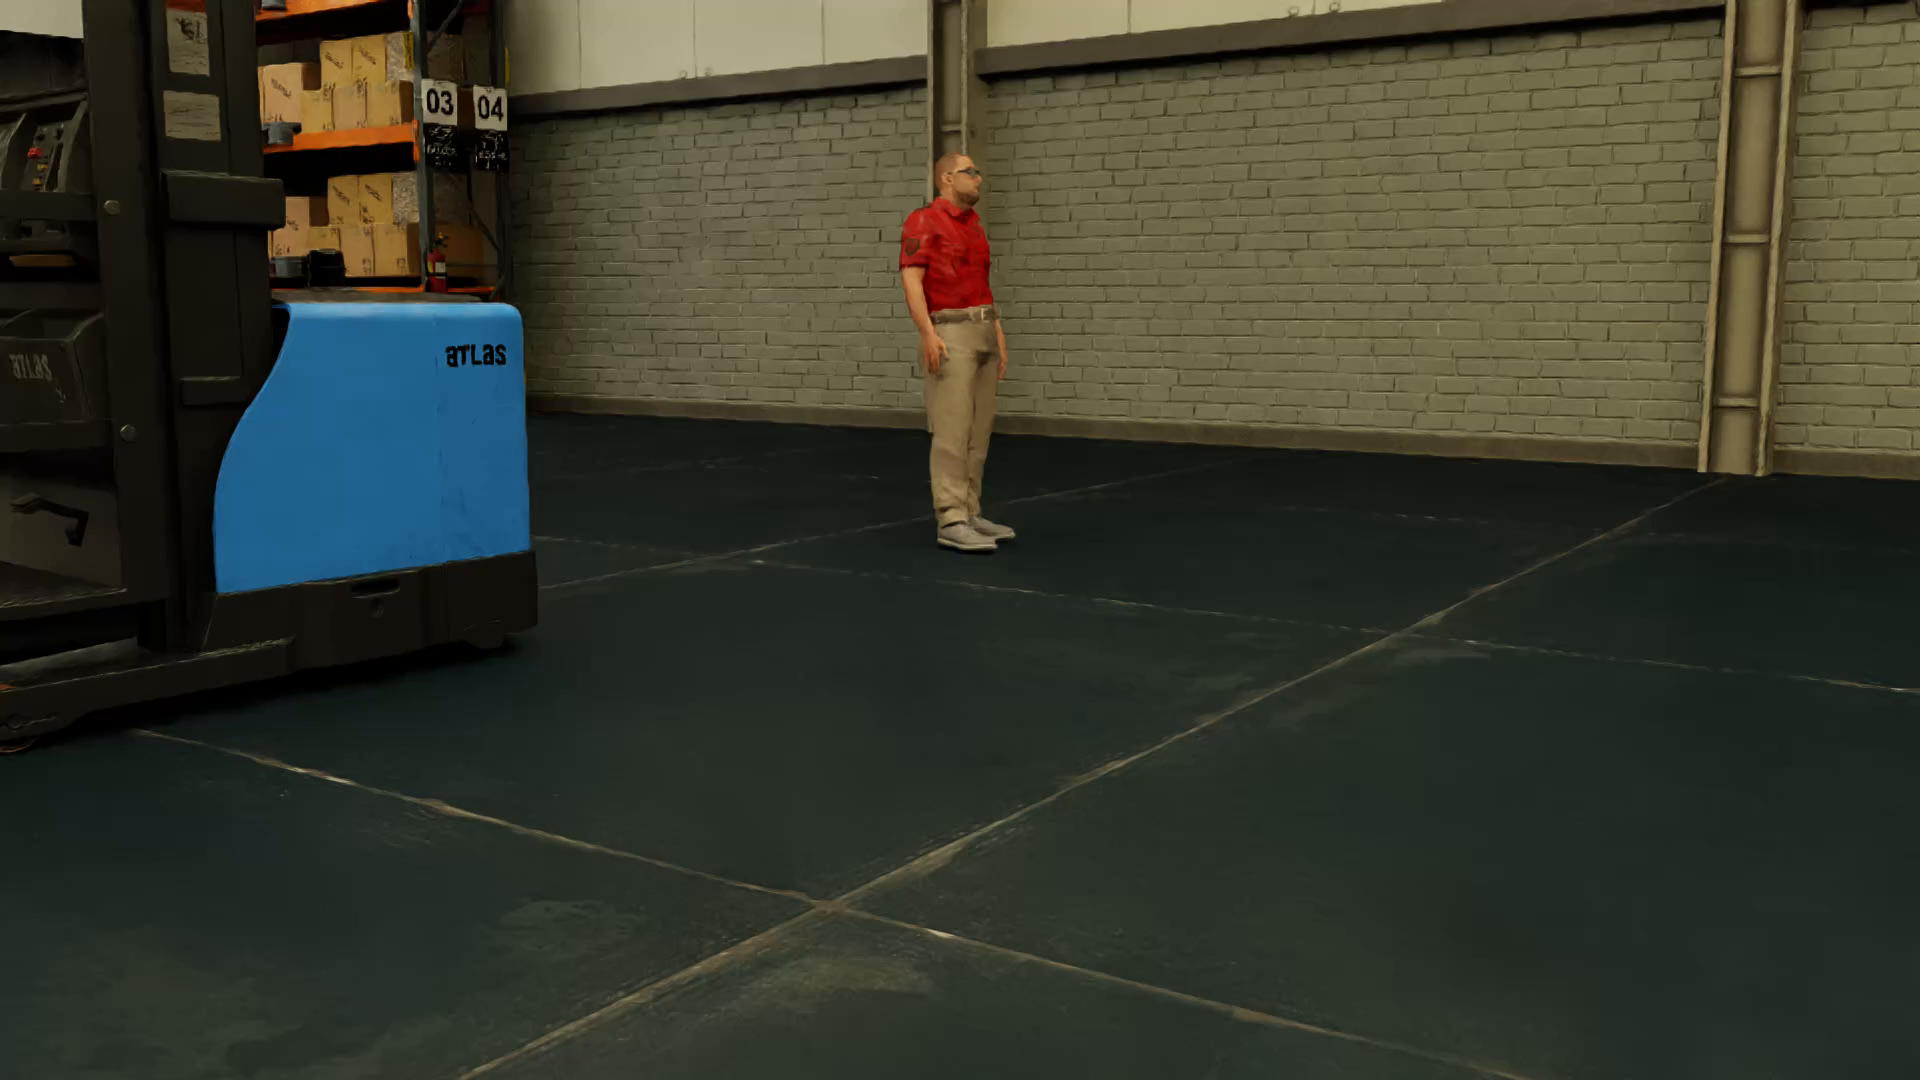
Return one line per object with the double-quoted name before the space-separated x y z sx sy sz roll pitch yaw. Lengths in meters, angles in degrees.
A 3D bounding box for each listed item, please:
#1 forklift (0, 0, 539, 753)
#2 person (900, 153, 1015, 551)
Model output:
"forklift" -2.638 -0.995 4.193 1.130 2.935 3.031 6 10 38
"person" 0.068 -0.855 7.421 0.550 1.727 0.640 5 10 34
